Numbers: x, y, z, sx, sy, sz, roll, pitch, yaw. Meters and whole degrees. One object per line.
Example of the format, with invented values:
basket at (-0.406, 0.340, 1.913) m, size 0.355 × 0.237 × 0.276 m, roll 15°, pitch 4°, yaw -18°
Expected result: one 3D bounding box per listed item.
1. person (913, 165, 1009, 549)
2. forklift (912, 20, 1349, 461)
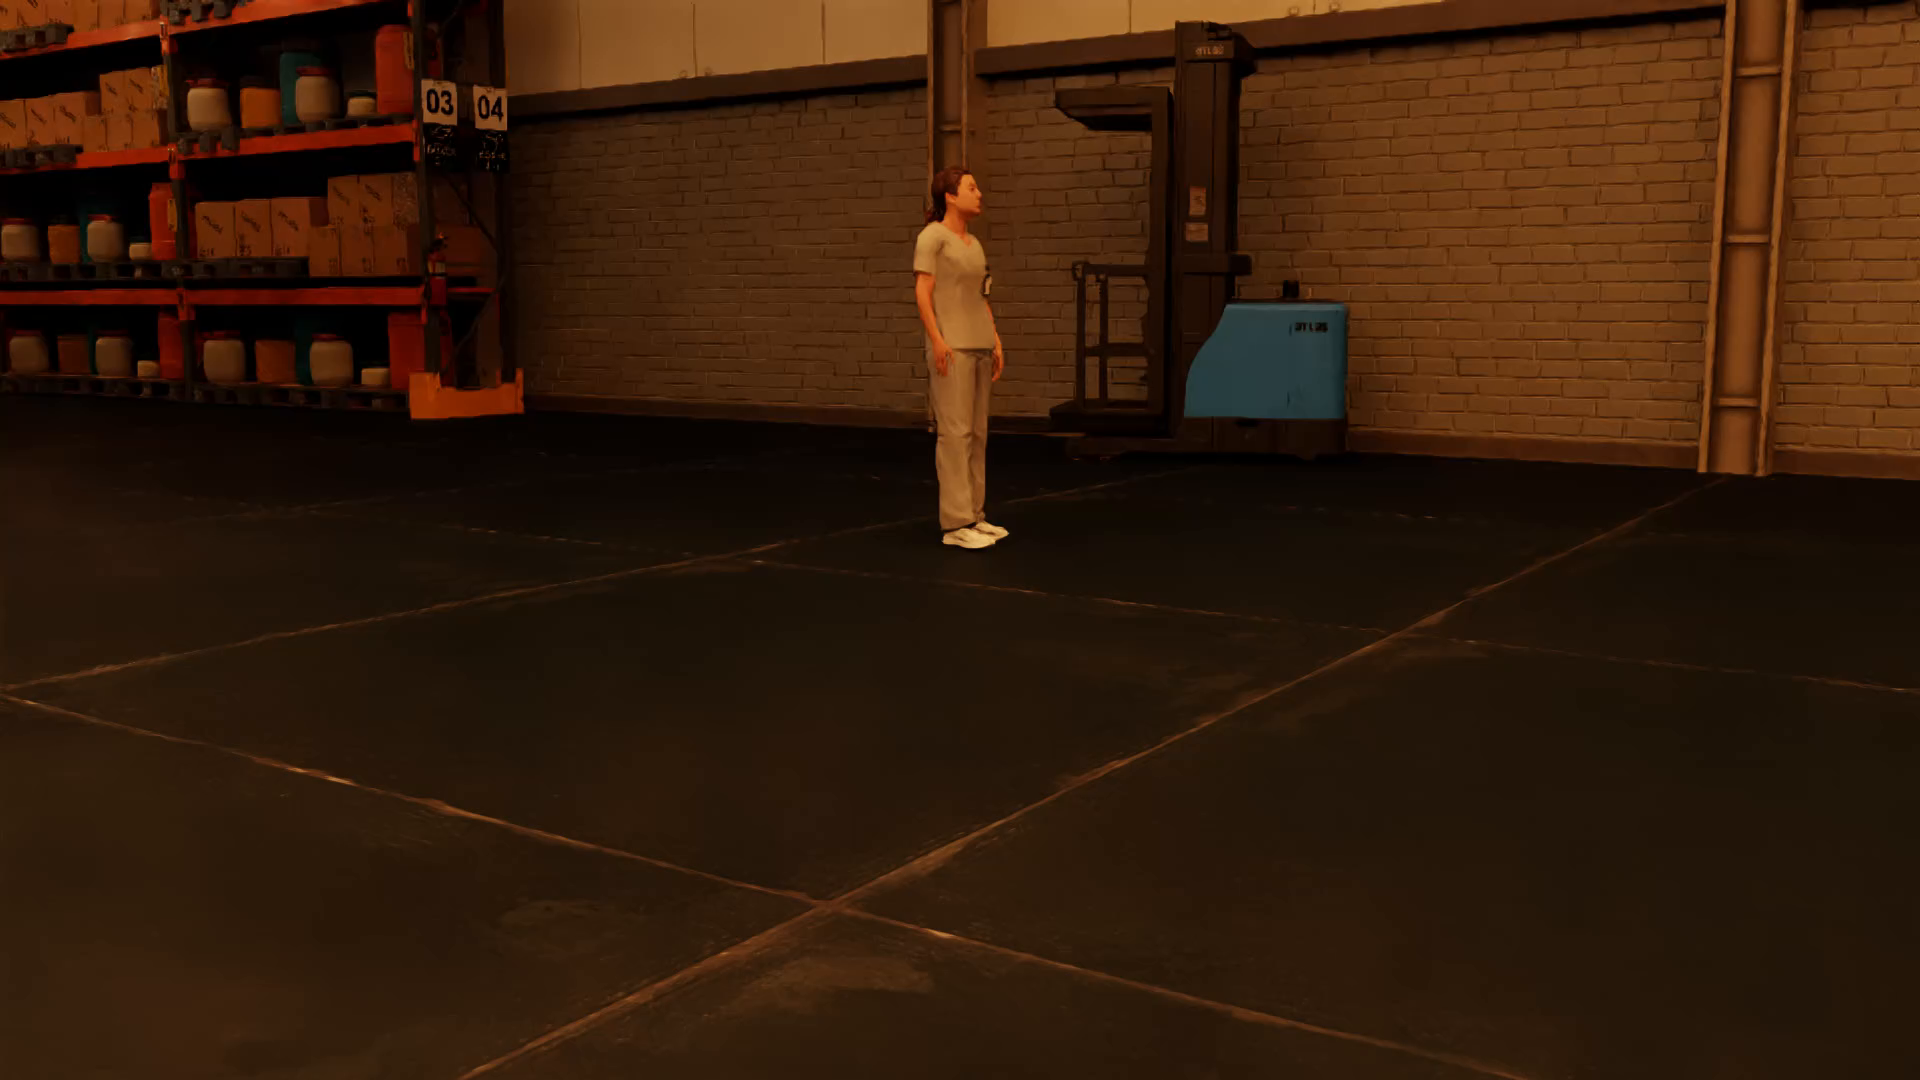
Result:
person at (0.054, -0.829, 7.433) m, size 0.548 × 1.674 × 0.550 m, roll 5°, pitch 10°, yaw 34°
forklift at (1.205, -2.066, 11.719) m, size 3.031 × 2.935 × 1.130 m, roll 2°, pitch 8°, yaw 14°
